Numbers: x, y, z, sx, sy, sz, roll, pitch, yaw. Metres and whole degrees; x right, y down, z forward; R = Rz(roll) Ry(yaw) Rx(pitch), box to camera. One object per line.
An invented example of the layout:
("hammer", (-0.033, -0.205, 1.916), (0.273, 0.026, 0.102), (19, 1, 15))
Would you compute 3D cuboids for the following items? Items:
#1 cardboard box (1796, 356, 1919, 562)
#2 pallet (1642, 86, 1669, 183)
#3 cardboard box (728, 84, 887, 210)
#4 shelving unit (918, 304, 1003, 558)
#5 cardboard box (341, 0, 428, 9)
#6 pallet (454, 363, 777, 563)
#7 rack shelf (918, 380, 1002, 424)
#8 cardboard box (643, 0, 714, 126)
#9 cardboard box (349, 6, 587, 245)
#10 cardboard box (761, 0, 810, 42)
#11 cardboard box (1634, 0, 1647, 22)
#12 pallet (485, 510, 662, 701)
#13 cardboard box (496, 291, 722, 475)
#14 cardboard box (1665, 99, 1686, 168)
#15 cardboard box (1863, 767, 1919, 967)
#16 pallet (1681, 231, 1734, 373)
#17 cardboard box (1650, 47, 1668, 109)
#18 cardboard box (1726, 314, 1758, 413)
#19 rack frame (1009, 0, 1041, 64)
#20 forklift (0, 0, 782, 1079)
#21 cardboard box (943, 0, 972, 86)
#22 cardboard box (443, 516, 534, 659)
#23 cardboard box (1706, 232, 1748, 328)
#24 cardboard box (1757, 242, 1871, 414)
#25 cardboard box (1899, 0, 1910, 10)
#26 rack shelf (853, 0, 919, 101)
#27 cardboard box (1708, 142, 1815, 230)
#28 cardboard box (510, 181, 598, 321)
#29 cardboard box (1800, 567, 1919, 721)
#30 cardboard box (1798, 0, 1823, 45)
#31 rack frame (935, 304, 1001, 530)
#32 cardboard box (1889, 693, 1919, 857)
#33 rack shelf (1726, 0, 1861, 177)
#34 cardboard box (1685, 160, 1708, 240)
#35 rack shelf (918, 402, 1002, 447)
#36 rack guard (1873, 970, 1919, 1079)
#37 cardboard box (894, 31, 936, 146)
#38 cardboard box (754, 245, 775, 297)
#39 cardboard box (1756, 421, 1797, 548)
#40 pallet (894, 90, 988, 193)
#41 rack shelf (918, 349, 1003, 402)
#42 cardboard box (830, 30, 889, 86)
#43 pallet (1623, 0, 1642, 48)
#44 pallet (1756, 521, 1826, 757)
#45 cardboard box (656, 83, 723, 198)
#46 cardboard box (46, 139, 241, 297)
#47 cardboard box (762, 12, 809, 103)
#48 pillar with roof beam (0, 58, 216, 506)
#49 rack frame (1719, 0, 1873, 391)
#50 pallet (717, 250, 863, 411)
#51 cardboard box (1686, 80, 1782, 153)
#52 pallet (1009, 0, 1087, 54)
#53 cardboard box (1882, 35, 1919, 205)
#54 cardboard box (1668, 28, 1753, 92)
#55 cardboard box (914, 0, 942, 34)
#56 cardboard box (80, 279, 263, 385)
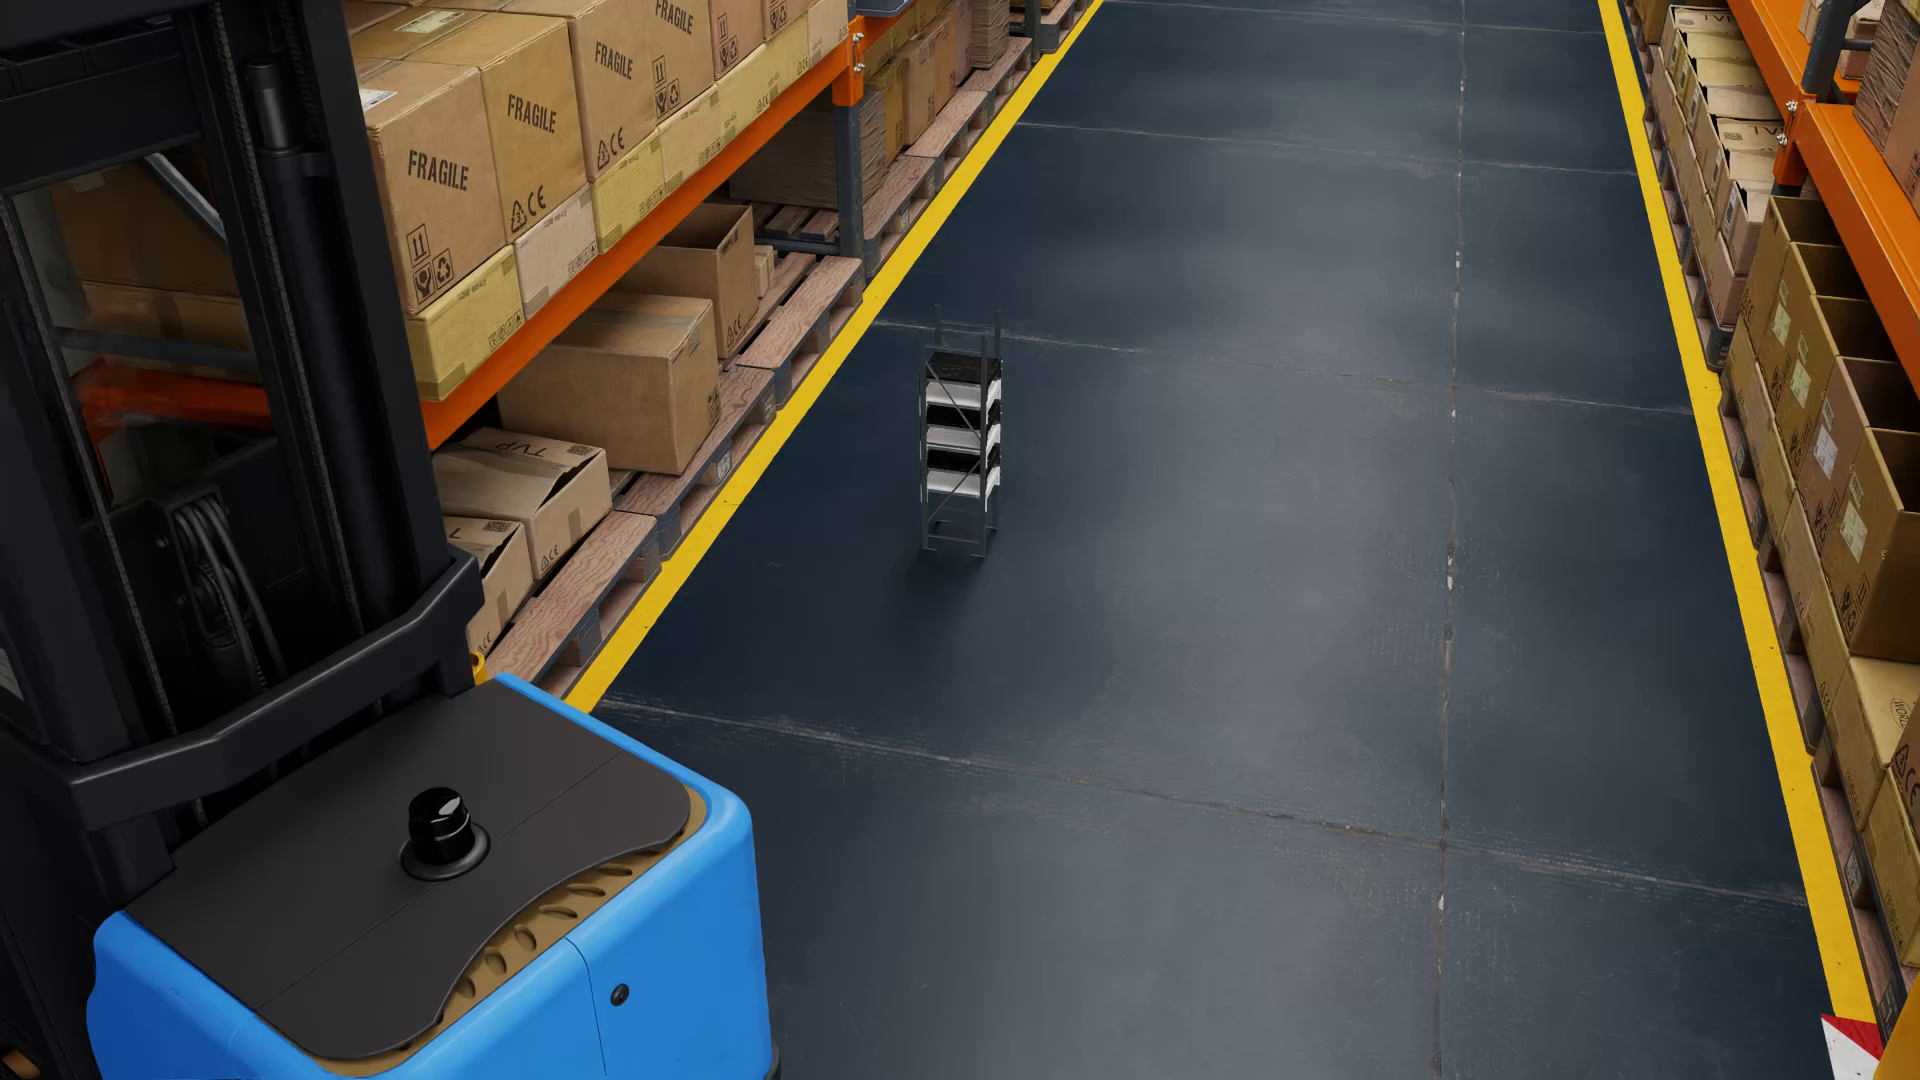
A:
("cardboard box", (3.030, -0.229, 5.286), (0.500, 0.500, 0.500), (8, 33, 12))
("pallet", (4.597, -2.349, 9.748), (1.003, 0.211, 1.213), (8, 33, 12))
("cardboard box", (-0.793, -2.059, 8.614), (0.700, 0.500, 0.500), (9, 34, 14))
("shelving unit", (0.002, -0.384, 6.015), (0.258, 0.900, 0.210), (8, 33, 12))
("cardboard box", (-1.800, -1.533, 5.287), (0.500, 0.500, 0.500), (7, 33, 11))
("pallet", (-1.407, -0.379, 6.650), (1.003, 0.211, 1.213), (8, 33, 12))
("rack shelf", (0.002, -0.508, 5.937), (0.258, 0.077, 0.200), (8, 33, 12))
("cardboard box", (-1.175, -1.729, 5.596), (0.500, 0.500, 0.500), (9, 34, 14))
("cardboard box", (-1.432, -1.192, 4.752), (0.500, 0.500, 0.500), (8, 33, 13))
("cardboard box", (-0.905, -2.259, 6.429), (0.500, 0.500, 0.500), (8, 33, 12))
("cardboard box", (4.986, -3.864, 11.452), (0.500, 0.500, 0.500), (7, 33, 11))
("pallet", (-1.719, 0.252, 5.657), (1.003, 0.211, 1.213), (8, 33, 12))
("cardboard box", (-1.337, -0.616, 6.343), (0.700, 0.500, 0.500), (6, 33, 9))
("cardboard box", (4.174, -2.201, 9.088), (0.500, 0.250, 0.500), (7, 33, 11))
("cardboard box", (2.664, 0.868, 4.260), (0.500, 0.250, 0.500), (8, 33, 12))
("pallet", (3.978, -1.083, 7.757), (1.003, 0.211, 1.213), (8, 33, 12))
("cardboard box", (4.427, -2.733, 9.924), (0.500, 0.250, 0.500), (8, 33, 12))
("cardboard box", (3.418, -0.689, 6.710), (0.500, 0.250, 0.500), (8, 33, 12))
("rack frame", (0.052, -4.620, 10.722), (1.000, 3.000, 0.127), (8, 33, 12))
("forklift", (-1.901, -0.054, 3.603), (3.031, 2.935, 1.130), (22, 38, 30))
("cardboard box", (-0.324, -3.119, 10.280), (0.700, 0.500, 0.500), (8, 33, 12))
("cardboard box", (-1.716, 0.133, 5.340), (0.500, 0.311, 0.500), (4, 33, 7))
("cardboard box", (3.654, -1.143, 7.424), (0.500, 0.250, 0.500), (8, 33, 12))
("cardboard box", (3.289, -0.747, 6.101), (0.500, 0.500, 0.500), (8, 33, 12))
("cardboard box", (3.510, -1.945, 5.815), (0.380, 0.149, 0.250), (8, 33, 13))
("rack shelf", (-0.456, -3.279, 9.282), (1.077, 0.370, 4.000), (8, 33, 12))
("cardboard box", (3.780, -1.646, 7.691), (0.500, 0.311, 0.500), (9, 34, 14))
("cardboard box", (-1.430, -0.895, 4.984), (0.500, 0.250, 0.500), (7, 33, 11))
("cardboard box", (2.905, 0.348, 5.079), (0.500, 0.250, 0.500), (8, 33, 12))
("cardboard box", (3.874, -2.297, 7.192), (0.396, 0.266, 0.258), (7, 33, 11))
("rack frame", (0.028, -0.437, 6.098), (0.240, 0.900, 0.006), (8, 33, 12))
("cardboard box", (2.662, 0.552, 4.059), (0.500, 0.500, 0.500), (8, 33, 12))
("rack shelf", (4.337, -2.606, 8.224), (1.077, 0.370, 4.000), (8, 33, 12))
("cardboard box", (3.913, -1.671, 8.254), (0.500, 0.250, 0.500), (9, 33, 13))
("rack shelf", (0.002, -0.432, 5.985), (0.258, 0.077, 0.200), (8, 33, 12))
("rack guard", (2.808, 1.271, 3.785), (1.175, 0.500, 0.348), (8, 33, 12))
("cardboard box", (-0.542, -2.594, 9.454), (0.700, 0.500, 0.500), (8, 33, 13))
("cardboard box", (-1.070, -1.253, 7.655), (0.380, 0.166, 0.250), (4, 33, 6))
("cardboard box", (3.154, -0.172, 5.896), (0.500, 0.250, 0.500), (8, 33, 12))
("pallet", (-0.460, -2.407, 9.839), (1.003, 0.211, 1.213), (8, 33, 12))
("rack shelf", (0.002, -0.584, 5.888), (0.258, 0.077, 0.200), (8, 33, 12))
("cardboard box", (-0.684, -2.605, 8.773), (0.500, 0.250, 0.500), (7, 33, 11))
("pallet", (5.382, -3.784, 12.006), (1.003, 0.211, 1.213), (8, 33, 12))
("pallet", (3.279, 0.347, 5.508), (1.003, 0.211, 1.213), (8, 33, 12))
("cardboard box", (-1.164, -1.421, 5.810), (0.500, 0.250, 0.500), (8, 33, 13))
("cardboard box", (-2.065, -1.004, 4.455), (0.500, 0.500, 0.500), (8, 33, 12))
("cardboard box", (-0.925, -1.945, 6.635), (0.500, 0.250, 0.500), (8, 33, 13))
("pillar with roof beam", (1.526, -2.895, 2.417), (9.100, 9.000, 0.400), (8, 33, 12))
("rack frame", (3.829, -1.872, 6.399), (1.000, 3.000, 0.127), (8, 33, 12))
("pallet", (-1.100, -1.014, 7.649), (1.003, 0.211, 1.213), (8, 33, 12))
("cardboard box", (4.040, -2.164, 8.508), (0.500, 0.311, 0.500), (8, 33, 12))
("pallet", (0.325, -3.842, 12.097), (1.003, 0.211, 1.213), (8, 33, 12))
("cardboard box", (3.595, -1.408, 5.576), (0.700, 0.500, 0.500), (8, 33, 12))
("cardboard box", (4.302, -2.696, 9.343), (0.500, 0.311, 0.500), (7, 33, 11))
("cardboard box", (-0.412, -3.132, 9.601), (0.500, 0.250, 0.500), (8, 33, 12))
("cardboard box", (-2.048, -0.683, 4.649), (0.500, 0.250, 0.500), (8, 33, 13))
